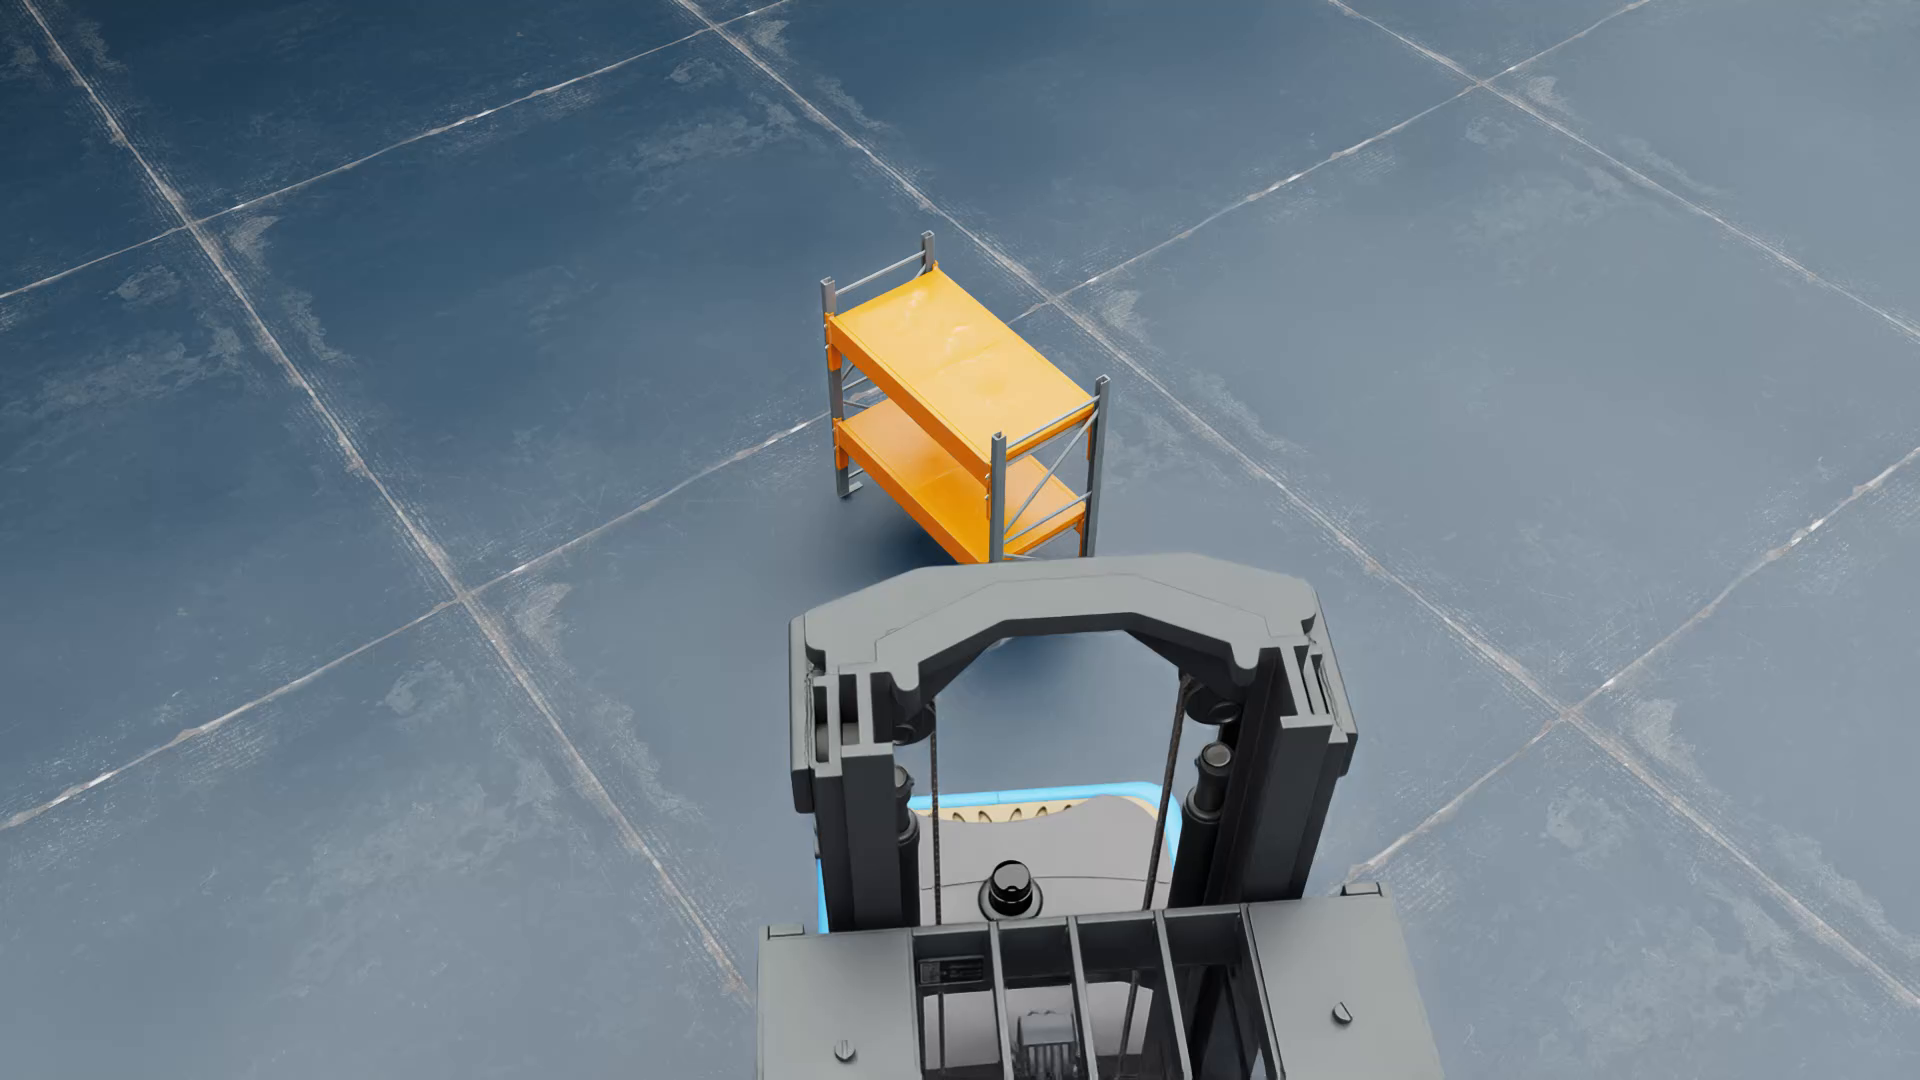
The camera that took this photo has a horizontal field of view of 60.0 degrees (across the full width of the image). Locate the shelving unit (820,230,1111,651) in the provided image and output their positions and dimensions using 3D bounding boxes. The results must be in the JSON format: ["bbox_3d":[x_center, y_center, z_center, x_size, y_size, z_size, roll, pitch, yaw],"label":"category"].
[{"bbox_3d":[0.004,-0.374,6.328,0.538,1.125,1.048,-29,54,-24],"label":"shelving unit"}]

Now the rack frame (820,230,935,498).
[{"bbox_3d":[-0.304,-0.674,6.600,0.500,1.125,0.032,-29,54,-24],"label":"rack frame"}]

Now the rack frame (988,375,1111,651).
[{"bbox_3d":[0.312,-0.074,6.057,0.500,1.125,0.032,-29,54,-24],"label":"rack frame"}]

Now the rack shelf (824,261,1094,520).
[{"bbox_3d":[0.004,-0.570,6.112,0.538,0.278,1.000,-29,54,-24],"label":"rack shelf"}]

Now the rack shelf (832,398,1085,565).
[{"bbox_3d":[0.004,-0.210,6.510,0.538,0.278,1.000,-29,54,-24],"label":"rack shelf"}]

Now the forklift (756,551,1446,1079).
[{"bbox_3d":[0.222,1.533,3.381,1.130,2.935,3.031,-3,48,-3],"label":"forklift"}]
